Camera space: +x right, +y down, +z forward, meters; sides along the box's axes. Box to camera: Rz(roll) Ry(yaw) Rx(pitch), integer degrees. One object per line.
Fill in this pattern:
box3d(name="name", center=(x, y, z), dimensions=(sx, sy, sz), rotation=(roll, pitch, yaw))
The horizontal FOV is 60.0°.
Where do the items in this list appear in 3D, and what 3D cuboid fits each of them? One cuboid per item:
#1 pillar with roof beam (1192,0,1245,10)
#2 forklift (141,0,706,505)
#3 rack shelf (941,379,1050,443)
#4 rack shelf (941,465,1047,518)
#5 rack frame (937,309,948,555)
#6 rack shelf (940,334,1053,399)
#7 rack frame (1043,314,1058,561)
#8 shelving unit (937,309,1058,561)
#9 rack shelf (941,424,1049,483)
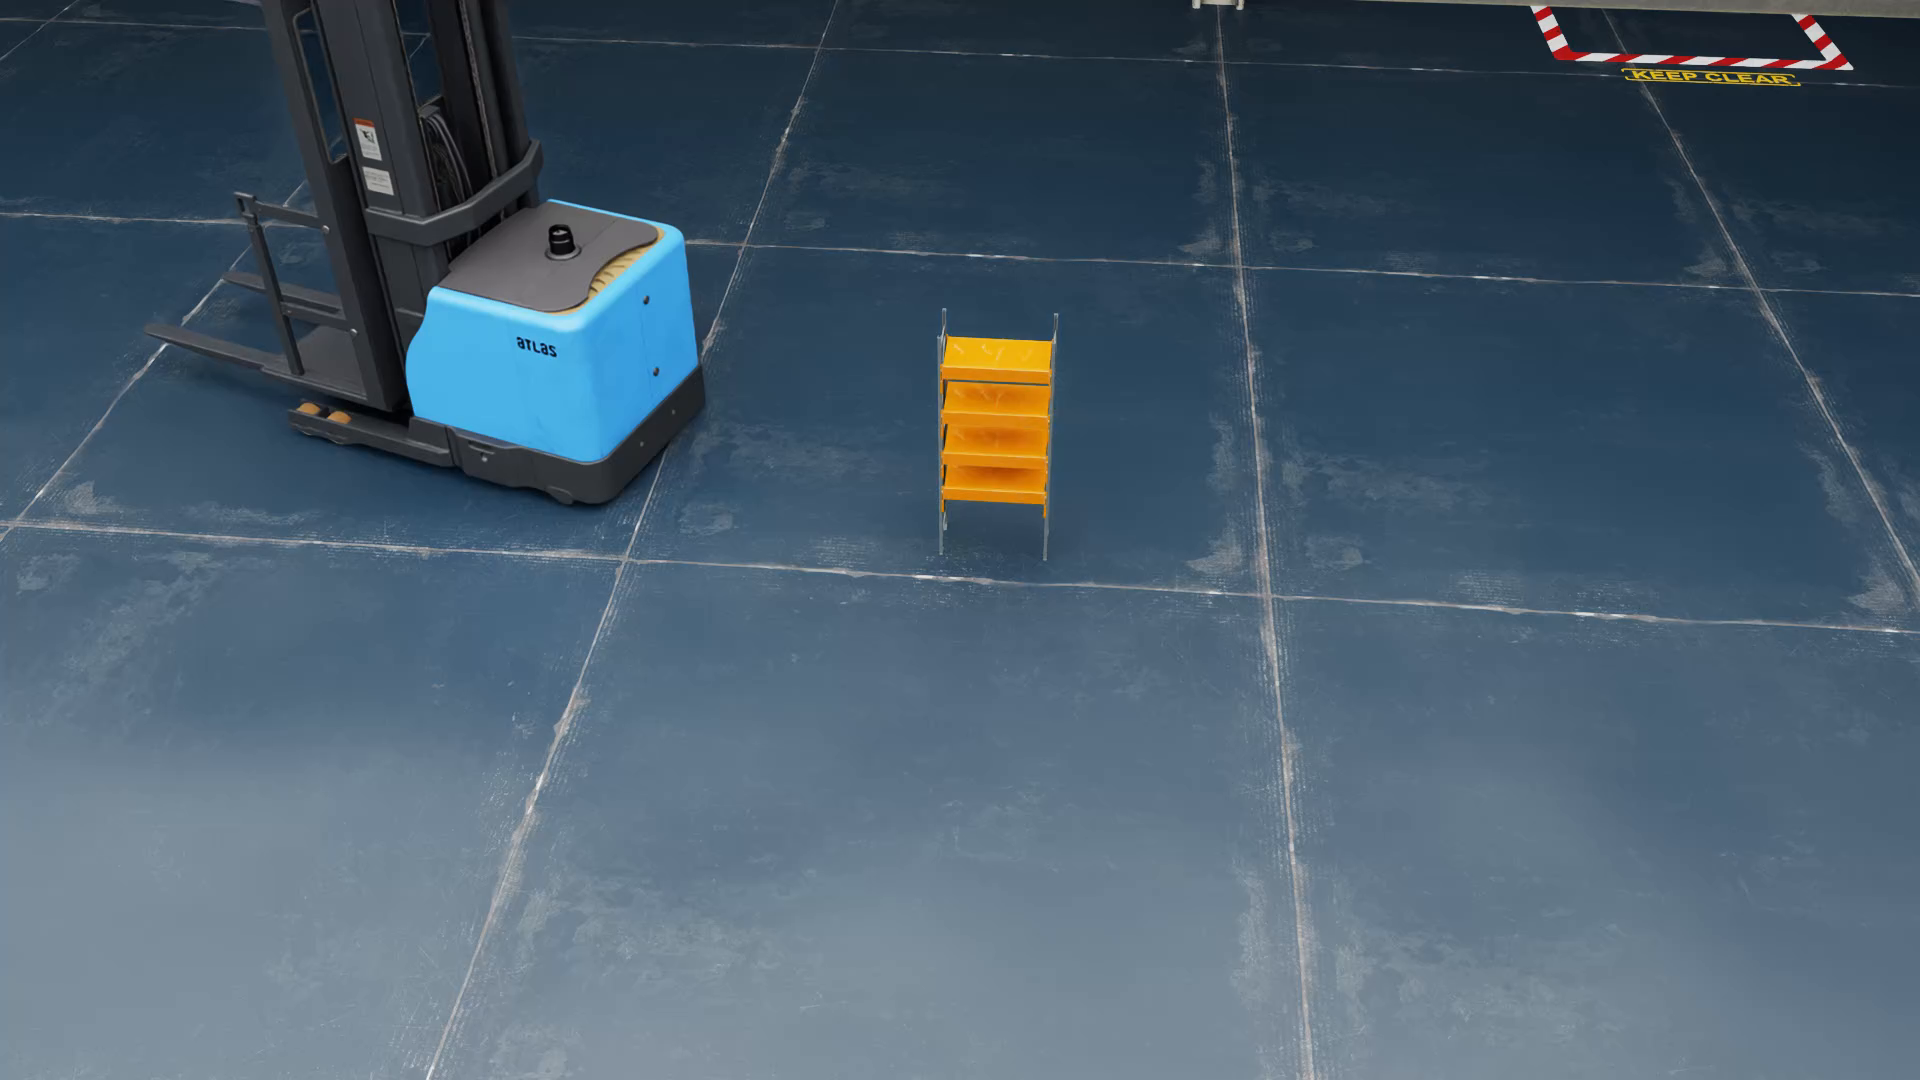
box3d(name="pillar with roof beam", center=(1.665, -5.045, 6.990), dimensions=(0.400, 9.000, 9.100), rotation=(3, 39, 4))
box3d(name="forklift", center=(-2.895, -1.916, 7.952), dimensions=(3.031, 2.935, 1.130), rotation=(15, 42, 18))
box3d(name="rack shelf", center=(0.165, -0.578, 7.432), dimensions=(0.480, 0.148, 0.258), rotation=(3, 39, 4))
box3d(name="rack shelf", center=(0.165, -0.250, 7.698), dimensions=(0.480, 0.148, 0.258), rotation=(3, 39, 4))
box3d(name="rack frame", center=(-0.078, -0.470, 7.547), dimensions=(0.015, 1.200, 0.240), rotation=(3, 39, 4))
box3d(name="rack shelf", center=(0.165, -0.761, 7.283), dimensions=(0.480, 0.148, 0.258), rotation=(3, 39, 4))
box3d(name="rack frame", center=(0.408, -0.443, 7.514), dimensions=(0.015, 1.200, 0.240), rotation=(3, 39, 4))
box3d(name="shelving unit", center=(0.165, -0.456, 7.531), dimensions=(0.503, 1.200, 0.258), rotation=(3, 39, 4))
box3d(name="rack shelf", center=(0.165, -0.404, 7.573), dimensions=(0.480, 0.148, 0.258), rotation=(3, 39, 4))
